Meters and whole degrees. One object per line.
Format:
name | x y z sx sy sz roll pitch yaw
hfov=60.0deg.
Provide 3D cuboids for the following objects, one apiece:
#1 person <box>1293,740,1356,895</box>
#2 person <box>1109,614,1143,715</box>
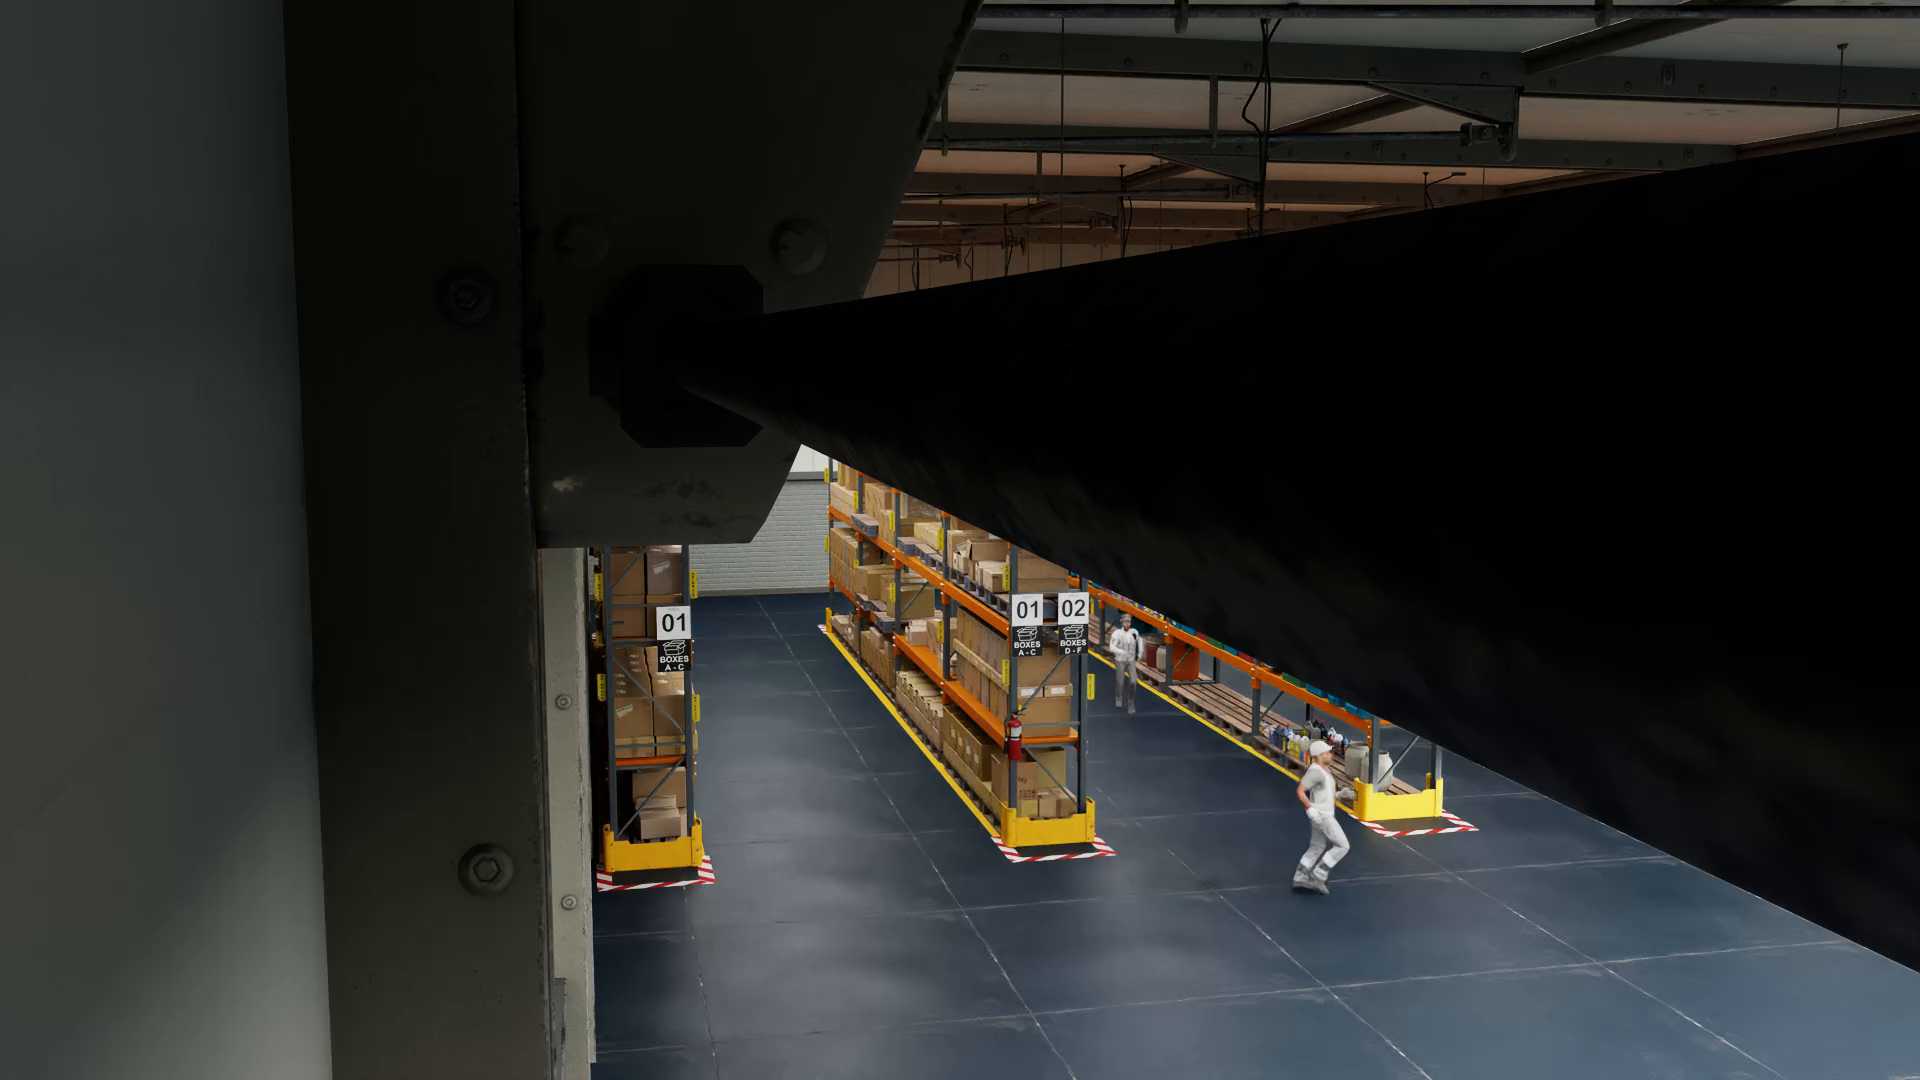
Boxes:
person | 4.191 3.182 19.096 0.685 1.775 0.646 1 7 12
person | 2.850 2.112 28.430 0.627 1.748 0.708 -1 7 -9
